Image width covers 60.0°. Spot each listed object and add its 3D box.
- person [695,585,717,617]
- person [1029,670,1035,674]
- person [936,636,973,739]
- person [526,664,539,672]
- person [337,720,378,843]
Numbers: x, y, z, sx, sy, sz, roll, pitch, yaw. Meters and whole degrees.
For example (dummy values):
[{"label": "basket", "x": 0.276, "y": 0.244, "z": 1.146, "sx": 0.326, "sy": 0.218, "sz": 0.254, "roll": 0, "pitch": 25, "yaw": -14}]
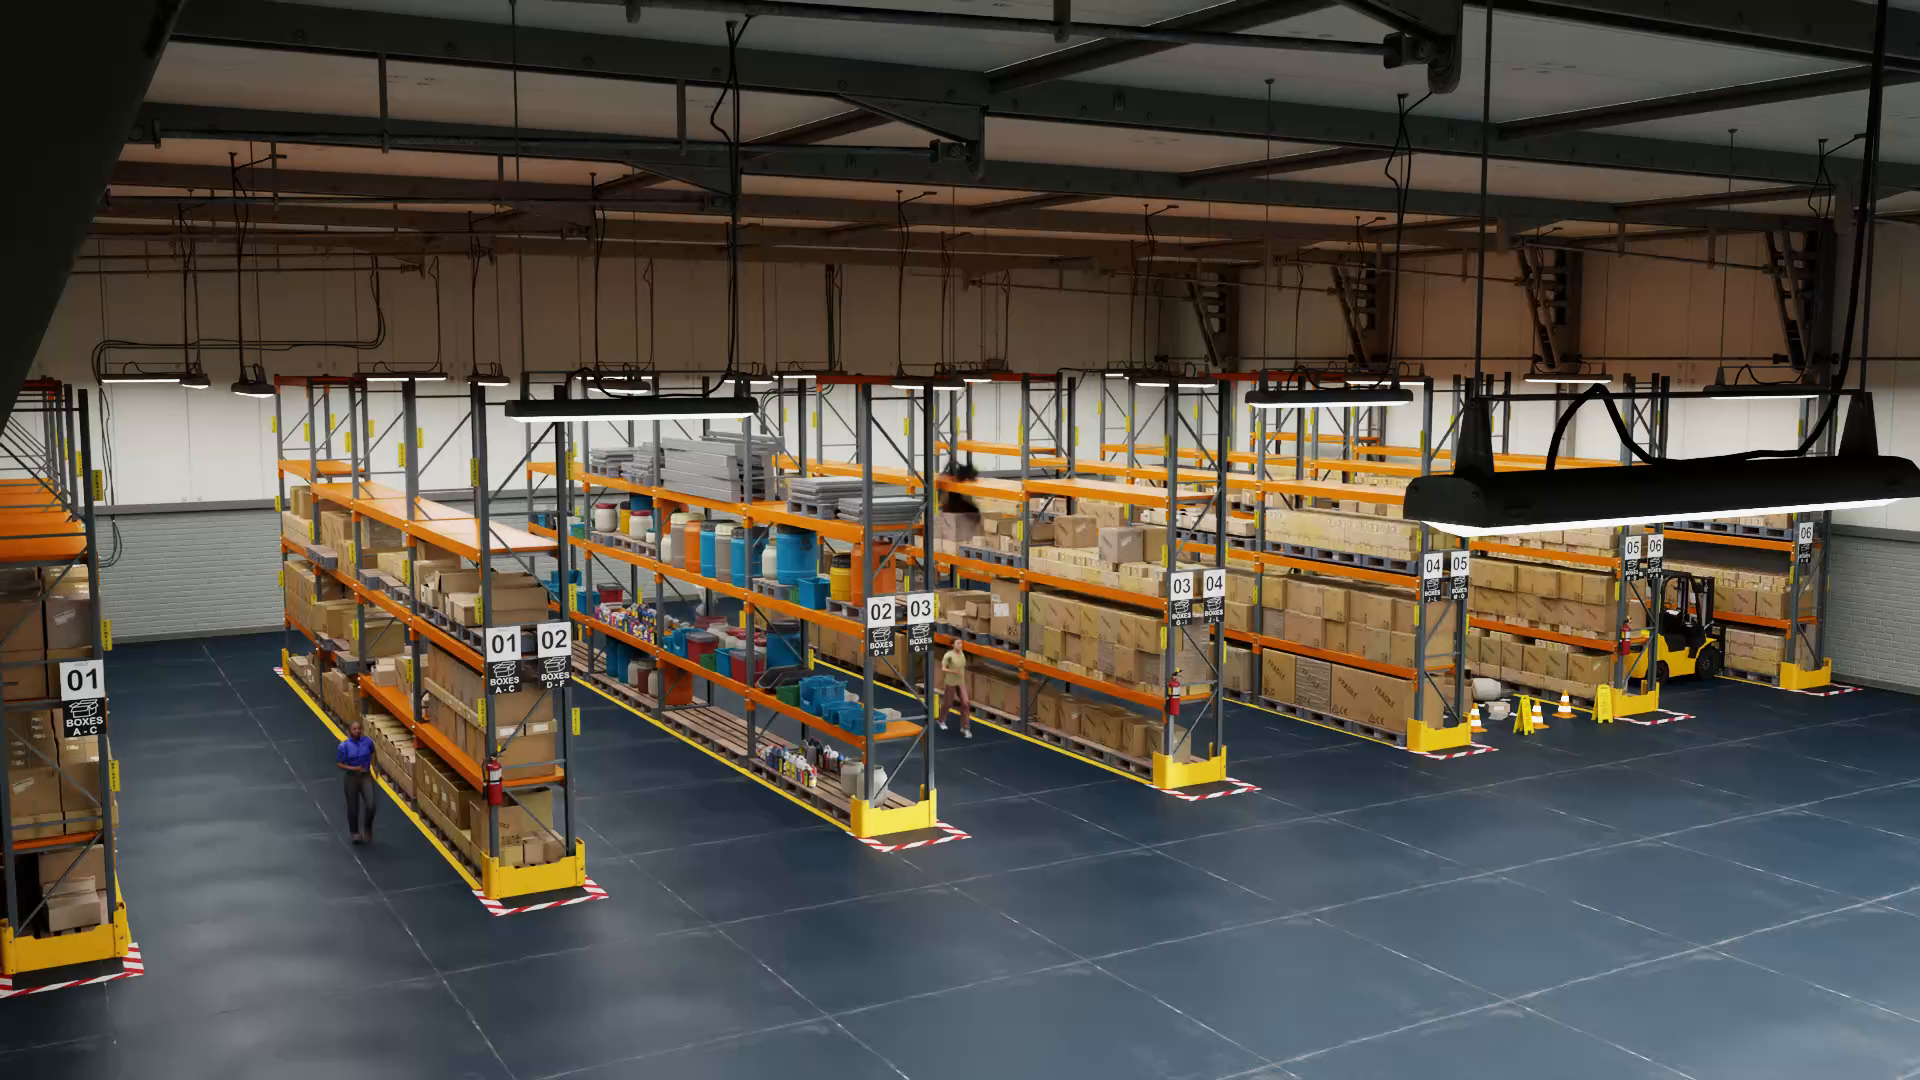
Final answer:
[{"label": "person", "x": -6.053, "y": 1.133, "z": 39.596, "sx": 0.583, "sy": 1.739, "sz": 0.678, "roll": 1, "pitch": 6, "yaw": 6}, {"label": "person", "x": 1.358, "y": 1.855, "z": 33.614, "sx": 0.510, "sy": 1.642, "sz": 0.733, "roll": -5, "pitch": 8, "yaw": -37}, {"label": "person", "x": -0.108, "y": 2.438, "z": 27.952, "sx": 0.529, "sy": 1.696, "sz": 0.858, "roll": -4, "pitch": 7, "yaw": -30}, {"label": "person", "x": -7.726, "y": 2.140, "z": 29.905, "sx": 0.686, "sy": 1.734, "sz": 0.988, "roll": -3, "pitch": 7, "yaw": -28}, {"label": "person", "x": -7.807, "y": 3.148, "z": 21.630, "sx": 0.544, "sy": 1.638, "sz": 0.651, "roll": -4, "pitch": 7, "yaw": -32}]
